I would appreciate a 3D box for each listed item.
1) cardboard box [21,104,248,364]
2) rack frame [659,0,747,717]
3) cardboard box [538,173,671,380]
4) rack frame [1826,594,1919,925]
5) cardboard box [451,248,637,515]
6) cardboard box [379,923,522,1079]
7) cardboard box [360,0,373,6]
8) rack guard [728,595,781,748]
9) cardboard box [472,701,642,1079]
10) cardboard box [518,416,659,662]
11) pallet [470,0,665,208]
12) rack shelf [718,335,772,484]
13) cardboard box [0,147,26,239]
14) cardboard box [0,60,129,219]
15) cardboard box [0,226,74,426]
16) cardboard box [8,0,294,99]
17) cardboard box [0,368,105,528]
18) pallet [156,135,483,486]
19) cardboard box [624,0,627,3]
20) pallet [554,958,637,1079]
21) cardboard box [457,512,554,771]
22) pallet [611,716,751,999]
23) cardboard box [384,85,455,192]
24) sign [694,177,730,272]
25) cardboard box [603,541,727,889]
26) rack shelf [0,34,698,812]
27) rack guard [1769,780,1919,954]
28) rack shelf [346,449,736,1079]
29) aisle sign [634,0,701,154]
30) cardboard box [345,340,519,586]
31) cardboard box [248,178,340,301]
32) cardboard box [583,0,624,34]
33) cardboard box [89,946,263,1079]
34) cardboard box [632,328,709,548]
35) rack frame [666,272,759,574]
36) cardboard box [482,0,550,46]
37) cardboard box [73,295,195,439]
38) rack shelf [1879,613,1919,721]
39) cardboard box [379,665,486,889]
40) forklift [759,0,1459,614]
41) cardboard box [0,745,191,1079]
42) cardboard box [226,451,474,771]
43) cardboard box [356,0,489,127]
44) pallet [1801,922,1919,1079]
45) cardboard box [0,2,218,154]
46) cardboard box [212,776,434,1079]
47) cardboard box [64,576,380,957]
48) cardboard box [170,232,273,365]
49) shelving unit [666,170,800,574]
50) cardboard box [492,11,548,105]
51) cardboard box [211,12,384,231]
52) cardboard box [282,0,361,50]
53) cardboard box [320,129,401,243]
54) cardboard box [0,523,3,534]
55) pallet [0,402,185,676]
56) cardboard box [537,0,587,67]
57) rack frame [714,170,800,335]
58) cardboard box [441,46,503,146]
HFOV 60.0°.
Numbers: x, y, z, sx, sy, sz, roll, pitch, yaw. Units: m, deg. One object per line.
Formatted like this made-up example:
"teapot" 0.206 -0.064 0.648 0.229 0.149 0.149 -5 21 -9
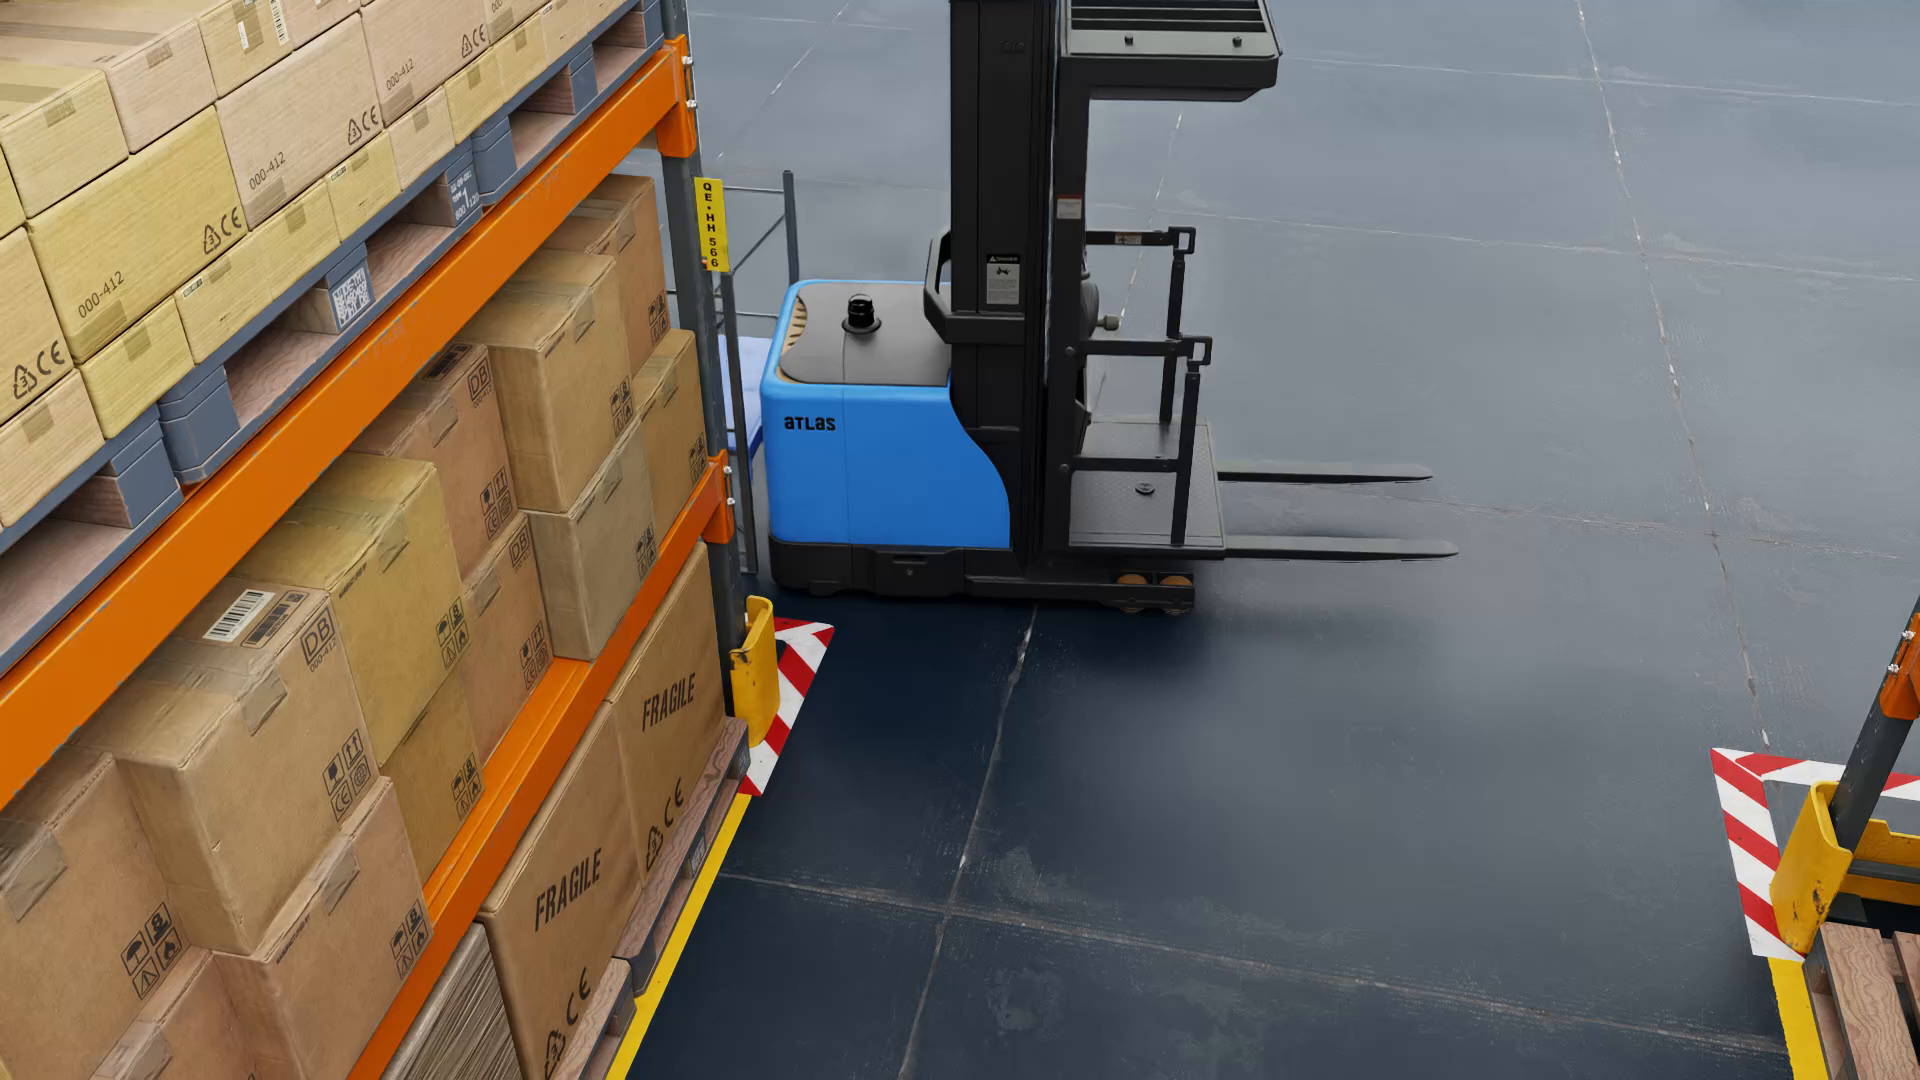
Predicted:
"cardboard box" -1.600 -0.552 2.831 0.500 0.250 0.500 7 37 9
"rack frame" -1.337 -0.537 5.934 1.000 3.000 0.127 7 37 10
"cardboard box" -1.454 -0.827 5.287 0.875 0.550 0.550 7 37 10
"rack frame" 3.487 0.143 4.997 1.000 3.000 0.127 7 37 10
"cardboard box" -1.482 -0.500 4.836 0.875 0.550 0.550 7 37 10
"cardboard box" -1.800 1.578 4.470 0.875 0.875 0.875 8 37 10
"cardboard box" -1.350 -1.218 3.410 0.380 0.149 0.250 7 36 9
"rack guard" -1.332 0.462 6.687 1.175 0.500 0.348 7 37 10
"cardboard box" -1.603 1.055 5.191 0.875 0.875 0.875 7 36 9
"cardboard box" -1.468 -0.061 5.150 0.875 0.550 0.550 7 37 10
"pallet" -1.485 -1.289 4.492 1.003 0.211 1.213 7 37 10
"rack shelf" -1.083 -0.634 7.653 0.538 0.185 1.000 5 36 7
"cardboard box" -1.620 -0.493 2.409 0.380 0.149 0.250 7 36 9
"cardboard box" -1.566 -0.641 2.613 0.380 0.149 0.250 8 37 10
"cardboard box" -1.707 -0.263 2.432 0.500 0.250 0.500 7 37 10
"cardboard box" -1.457 -0.928 3.010 0.380 0.149 0.250 7 37 10
"cardboard box" -1.620 -0.168 2.641 0.380 0.149 0.250 7 36 9
"pallet" -1.744 -0.587 3.524 1.003 0.211 1.213 7 37 10
"cardboard box" -1.077 -1.627 4.654 0.380 0.149 0.250 7 37 10
"pallet" -1.694 1.758 5.145 1.003 0.211 1.213 7 37 10
"cardboard box" -1.711 0.244 4.729 0.875 0.550 0.550 7 37 10
"pallet" -1.432 1.061 6.107 1.003 0.211 1.213 7 37 10
"cardboard box" -1.349 -0.899 3.649 0.380 0.149 0.250 8 37 10
"sign" -0.810 -1.025 5.420 0.100 0.325 0.005 7 37 10
"cardboard box" -1.418 0.551 5.887 0.875 0.875 0.875 8 37 10
"rack shelf" -1.764 -0.313 3.683 1.077 0.370 4.000 7 37 10
"rack guard" 3.470 1.199 5.670 1.175 0.500 0.348 7 37 10
"rack shelf" -1.764 0.901 4.564 1.077 0.370 4.000 7 37 10
"aisle sign" -1.029 -1.592 5.176 0.394 0.787 0.004 7 37 10
"cardboard box" -1.734 -0.196 4.416 0.875 0.550 0.550 7 37 10
"cardboard box" -1.457 -0.605 3.244 0.380 0.149 0.250 8 37 11
"cardboard box" -1.132 -1.483 4.455 0.380 0.149 0.250 8 37 10
"cardboard box" -2.029 1.165 3.459 0.875 0.550 0.550 7 37 10
"cardboard box" -1.372 -0.379 5.589 0.875 0.550 0.550 7 37 10
"rack frame" -1.164 -0.485 7.141 0.500 1.500 0.032 5 36 7
"cardboard box" -1.276 -1.419 4.027 0.500 0.250 0.500 7 37 10
"cardboard box" -1.566 -0.317 2.846 0.380 0.149 0.250 7 36 9
"rack shelf" 3.060 1.581 3.626 1.077 0.370 4.000 7 37 10
"cardboard box" -1.783 0.553 4.303 0.875 0.550 0.500 7 37 10
"forklift" 0.690 -1.186 6.888 3.031 2.935 1.130 2 36 2
"cardboard box" -2.075 0.721 3.151 0.875 0.550 0.550 7 37 10
"cardboard box" -1.720 0.124 3.975 0.875 0.550 0.500 7 37 10
"cardboard box" -1.385 -1.131 3.630 0.500 0.250 0.500 7 37 10
"pallet" 3.262 1.777 5.118 1.003 0.211 1.213 7 37 10
"cardboard box" -1.511 -0.786 2.813 0.380 0.149 0.250 7 37 10
"cardboard box" -1.799 0.870 3.866 0.875 0.550 0.550 7 37 10
"cardboard box" -1.826 0.429 3.554 0.875 0.550 0.550 7 37 10
"cardboard box" -1.512 -0.463 3.048 0.380 0.149 0.250 7 37 10
"shelving unit" -1.083 -0.779 7.547 0.538 1.500 1.048 5 36 7
"cardboard box" -1.241 -1.190 4.051 0.380 0.149 0.250 8 37 10
"cardboard box" -1.493 -0.843 3.232 0.500 0.250 0.500 8 37 10
"cardboard box" -1.403 -1.073 3.210 0.380 0.149 0.250 8 37 10
"cardboard box" -1.403 -0.753 3.447 0.380 0.149 0.250 8 37 11
"cardboard box" -1.674 -0.024 2.443 0.380 0.149 0.250 7 37 10
"pallet" -2.007 0.110 2.562 1.003 0.211 1.213 7 37 10
"cardboard box" -1.186 -1.335 4.251 0.380 0.149 0.250 8 37 11
"rack frame" -1.001 -1.074 7.953 0.500 1.500 0.032 5 36 7
"cardboard box" -1.295 -1.043 3.848 0.380 0.149 0.250 7 36 9
